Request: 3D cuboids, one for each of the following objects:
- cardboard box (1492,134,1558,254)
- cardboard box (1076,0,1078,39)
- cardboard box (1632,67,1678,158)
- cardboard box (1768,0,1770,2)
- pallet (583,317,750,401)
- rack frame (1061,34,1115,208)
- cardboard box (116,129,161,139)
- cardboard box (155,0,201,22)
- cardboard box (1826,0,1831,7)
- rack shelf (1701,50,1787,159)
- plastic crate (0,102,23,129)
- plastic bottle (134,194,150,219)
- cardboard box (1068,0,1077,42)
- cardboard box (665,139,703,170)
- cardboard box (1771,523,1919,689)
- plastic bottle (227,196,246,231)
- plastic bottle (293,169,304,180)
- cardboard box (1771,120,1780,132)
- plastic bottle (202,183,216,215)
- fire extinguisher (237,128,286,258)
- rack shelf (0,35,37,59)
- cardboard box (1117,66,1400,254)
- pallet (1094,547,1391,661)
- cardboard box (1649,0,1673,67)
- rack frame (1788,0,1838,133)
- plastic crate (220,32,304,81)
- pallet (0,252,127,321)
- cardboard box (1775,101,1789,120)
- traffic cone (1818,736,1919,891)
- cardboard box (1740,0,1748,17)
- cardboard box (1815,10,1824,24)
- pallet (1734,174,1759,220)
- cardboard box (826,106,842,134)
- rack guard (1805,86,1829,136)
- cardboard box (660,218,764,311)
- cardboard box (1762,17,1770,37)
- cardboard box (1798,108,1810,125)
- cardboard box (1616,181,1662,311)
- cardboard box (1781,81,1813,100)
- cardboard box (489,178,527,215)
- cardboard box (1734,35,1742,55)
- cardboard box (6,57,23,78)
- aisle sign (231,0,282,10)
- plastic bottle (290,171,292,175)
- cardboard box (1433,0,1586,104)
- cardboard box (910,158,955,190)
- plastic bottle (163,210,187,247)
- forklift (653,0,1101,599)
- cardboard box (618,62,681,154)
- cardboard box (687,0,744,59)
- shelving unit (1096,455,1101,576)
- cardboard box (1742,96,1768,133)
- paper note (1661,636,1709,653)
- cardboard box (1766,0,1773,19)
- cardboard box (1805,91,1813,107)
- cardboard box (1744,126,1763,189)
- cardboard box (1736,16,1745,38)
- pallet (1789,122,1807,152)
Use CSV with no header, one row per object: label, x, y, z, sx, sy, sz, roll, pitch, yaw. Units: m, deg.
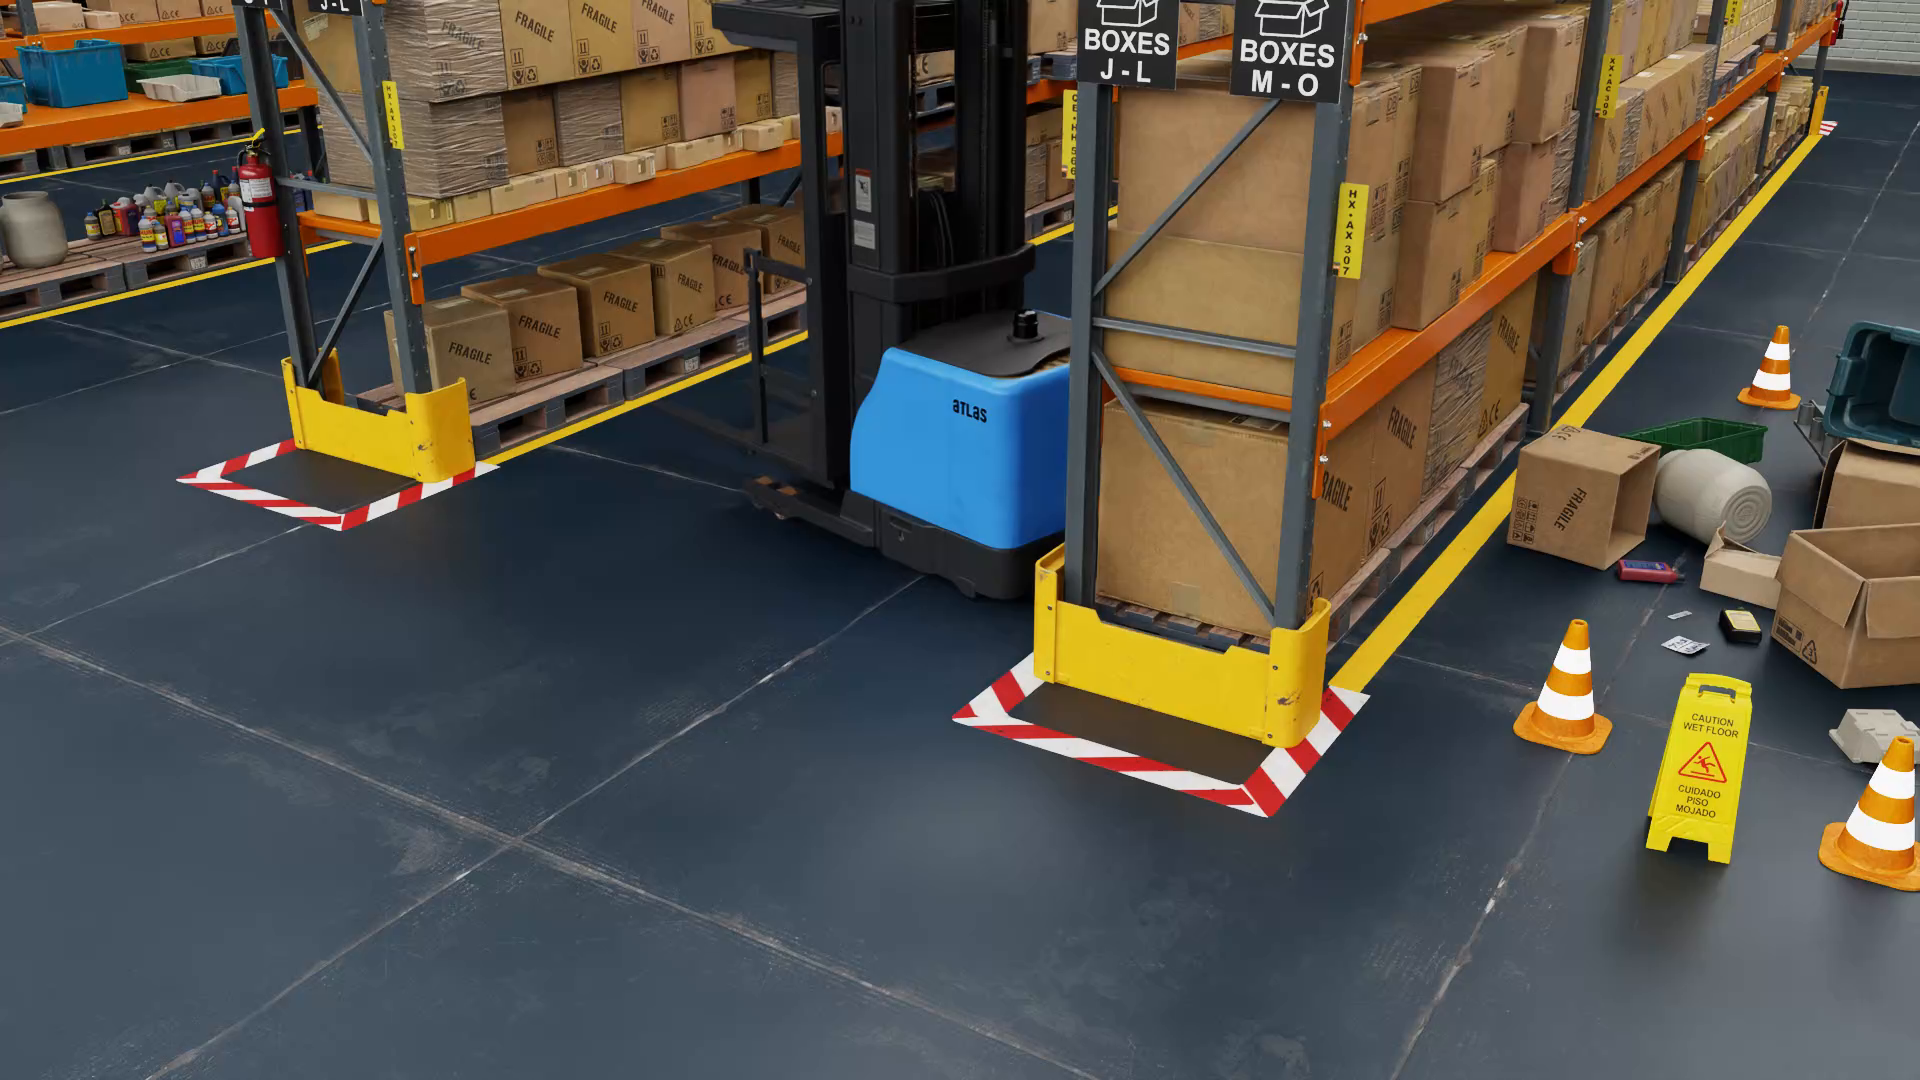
cardboard box,2.537,-1.855,8.571,0.875,0.550,0.550,14,27,29
cardboard box,0.992,-4.792,15.417,0.500,0.500,0.500,15,27,31
cardboard box,4.298,-2.781,10.772,0.500,0.500,0.500,14,27,30
cardboard box,7.025,-4.887,14.802,0.380,0.149,0.250,13,27,27
pallet,-2.135,-1.250,10.872,1.003,0.211,1.213,14,27,29
rack frame,0.942,-4.527,14.932,1.000,3.000,0.127,14,27,29
cardboard box,-8.888,-4.442,17.667,0.500,0.250,0.500,15,27,30
cardboard box,-8.621,-5.903,17.984,0.500,0.500,0.500,14,27,29
cardboard box,9.028,-5.958,17.736,0.500,0.500,0.500,13,27,28
rack shelf,6.157,-3.799,14.154,1.077,0.370,4.000,14,27,29
plastic crate,-6.741,-2.979,11.687,0.298,0.136,0.250,14,27,29
plastic bottle,-6.660,-2.655,13.482,0.152,0.276,0.135,13,27,28
cardboard box,0.691,-4.575,14.388,0.500,0.500,0.500,10,25,23
cardboard box,-1.836,-2.424,10.391,0.380,0.149,0.250,14,27,29
cardboard box,3.917,0.272,6.989,0.797,0.503,0.637,-3,24,-7
plastic bottle,-5.832,-2.661,13.497,0.152,0.276,0.135,14,27,30
plastic bottle,-5.593,-2.954,14.078,0.144,0.351,0.185,14,27,29
cardboard box,8.140,-4.252,16.982,0.380,0.149,0.250,15,28,31
plastic bottle,-6.300,-2.858,13.957,0.097,0.271,0.097,0,23,0
fire extinguisher,-3.730,-1.850,8.844,0.296,0.674,0.183,14,27,29
rack shelf,-10.637,-4.249,15.195,1.077,0.370,4.000,14,27,29
cardboard box,1.111,-1.435,6.241,0.875,0.550,0.550,14,27,29
pallet,1.238,0.240,7.430,1.003,0.211,1.213,14,27,29
cardboard box,4.323,-3.464,11.092,0.700,0.500,0.500,13,27,28
rack frame,9.322,-6.154,18.689,1.000,3.000,0.127,14,27,29
plastic crate,-5.760,-4.037,13.877,0.767,0.338,0.504,14,27,29
pallet,-7.053,-1.894,12.359,1.003,0.211,1.213,14,27,29
cardboard box,8.179,-4.372,16.884,0.380,0.149,0.250,15,27,30
traffic cone,3.150,0.881,5.634,0.336,0.463,0.334,14,27,29
cardboard box,6.203,-4.363,13.592,0.380,0.149,0.250,15,27,31
cardboard box,8.993,-5.614,17.759,0.380,0.149,0.250,15,27,30
pallet,6.803,-3.261,15.517,1.003,0.211,1.213,14,27,29
cardboard box,-1.032,-2.928,11.553,0.380,0.149,0.250,14,27,29
rack guard,9.282,-4.981,19.127,1.175,0.500,0.348,14,27,29
cardboard box,-1.709,-1.901,11.484,0.500,0.500,0.500,-18,29,-36
cardboard box,7.035,-4.618,14.929,0.380,0.149,0.250,14,27,29
cardboard box,9.172,-4.709,18.411,0.380,0.149,0.250,15,27,31
cardboard box,4.246,-2.132,11.701,1.050,0.750,0.750,14,27,30
cardboard box,9.048,-4.893,18.087,0.380,0.149,0.250,13,27,28
cardboard box,-2.632,-1.920,9.225,0.380,0.149,0.250,14,27,29
cardboard box,6.207,-4.088,13.704,0.380,0.149,0.250,14,27,30
cardboard box,-12.389,-6.293,21.603,0.700,0.500,0.500,14,27,29
aisle sign,-3.566,-3.062,8.275,0.394,0.787,0.004,14,27,29
plastic bottle,-5.917,-3.149,14.629,0.097,0.271,0.097,0,23,0
cardboard box,2.768,-2.551,8.818,0.875,0.550,0.550,14,27,29
cardboard box,-0.264,-2.781,13.490,0.700,0.500,0.500,11,26,24
plastic bottle,-6.130,-2.440,12.975,0.061,0.283,0.133,14,27,30
forklift,-0.470,-1.573,8.195,1.130,2.935,3.031,-21,31,-39
cardboard box,-2.229,-2.709,10.232,0.875,0.500,0.500,14,27,29
cardboard box,-1.699,-3.271,10.272,0.500,0.500,0.500,14,27,29
shelving unit,0.797,-0.389,7.567,0.258,1.200,0.503,17,26,29
cardboard box,7.034,-3.889,15.132,0.500,0.250,0.500,13,27,28
paper note,3.130,0.450,7.173,0.142,0.017,0.144,-17,29,-35
cardboard box,7.032,-4.753,14.866,0.380,0.149,0.250,14,27,29
cardboard box,9.286,-4.937,18.563,0.380,0.149,0.250,13,27,28
cardboard box,7.036,-3.547,15.285,0.500,0.500,0.500,13,27,28
cardboard box,6.206,-4.224,13.644,0.380,0.149,0.250,14,27,28
pallet,8.824,-4.582,18.568,1.003,0.211,1.213,14,27,29
